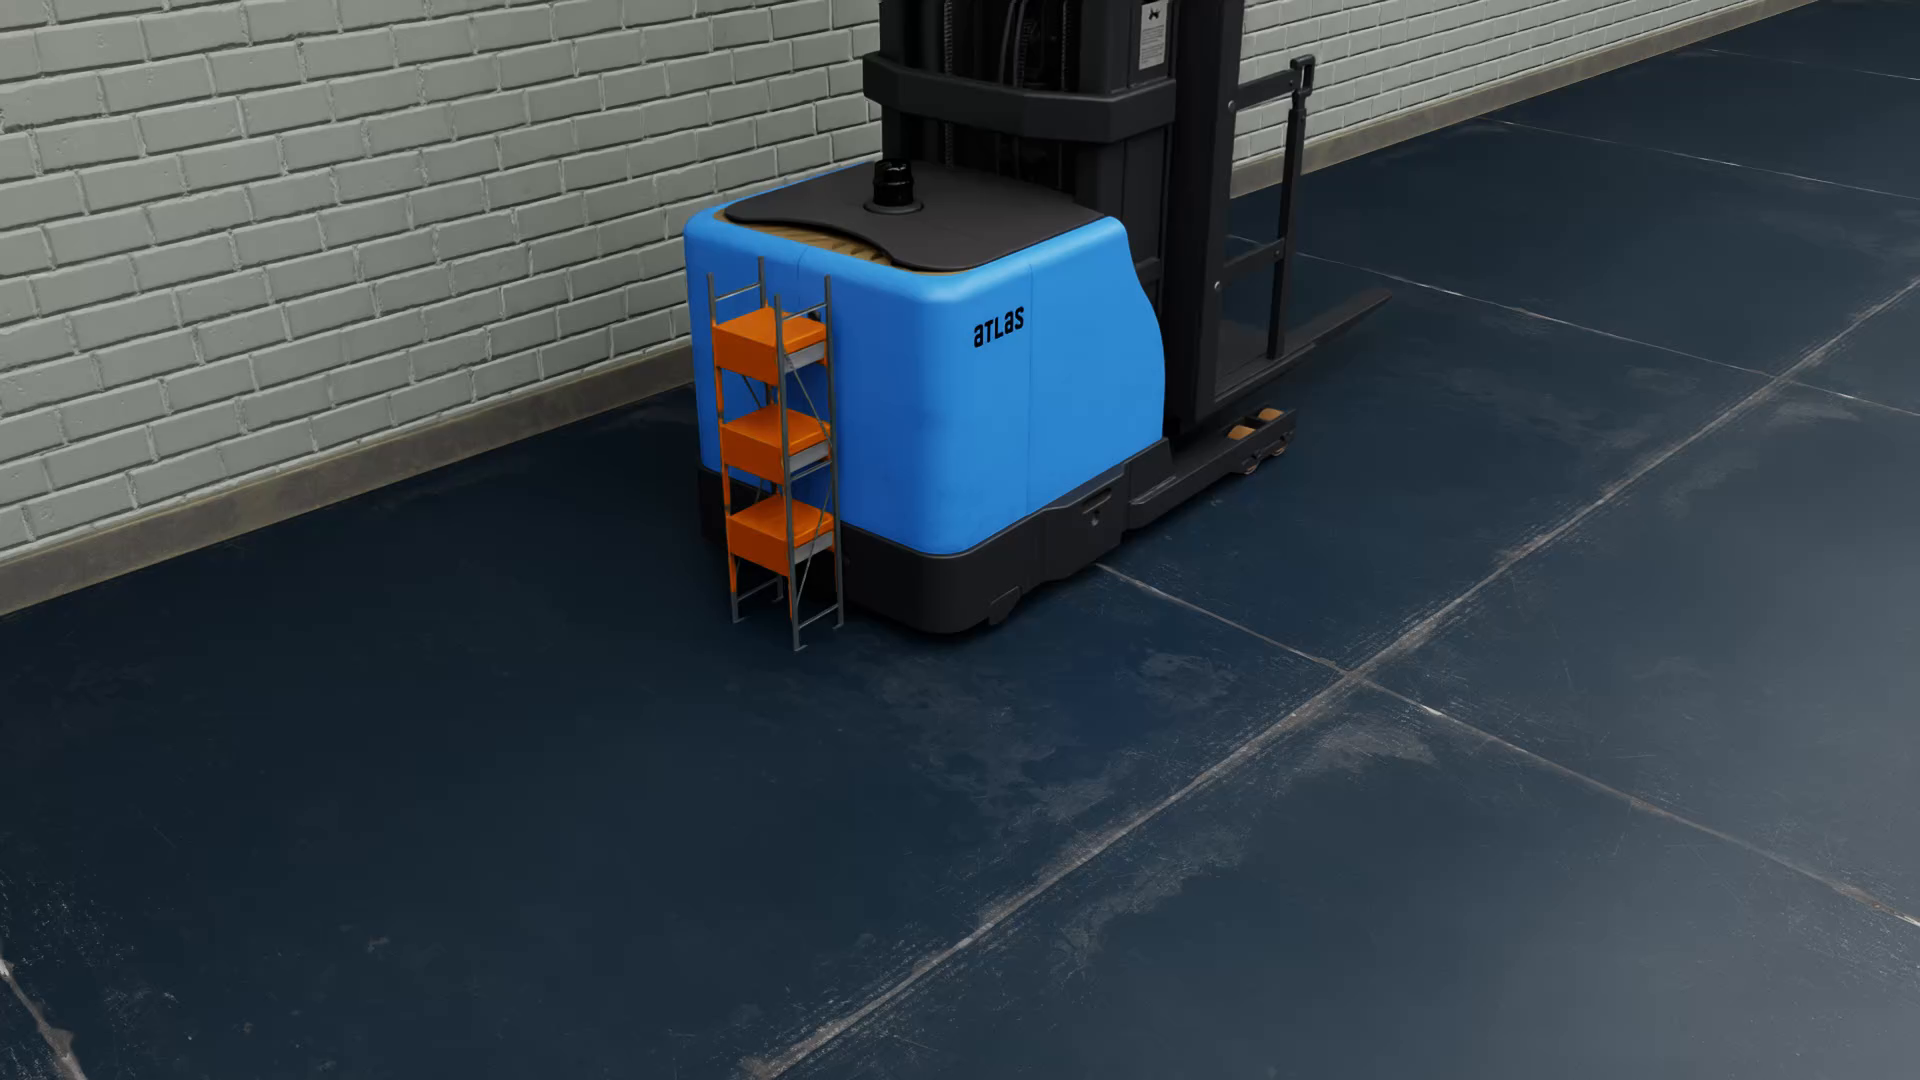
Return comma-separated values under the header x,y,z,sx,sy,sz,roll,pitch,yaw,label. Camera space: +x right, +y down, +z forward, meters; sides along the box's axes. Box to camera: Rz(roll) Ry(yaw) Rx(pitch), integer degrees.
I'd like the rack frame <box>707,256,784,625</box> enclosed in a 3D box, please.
x,y,z,sx,sy,sz,roll,pitch,yaw,label
-0.589,-0.258,4.612,0.008,1.050,0.200,21,34,34,rack frame

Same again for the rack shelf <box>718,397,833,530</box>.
x,y,z,sx,sy,sz,roll,pitch,yaw,label
-0.494,-0.212,4.548,0.240,0.259,0.215,21,34,34,rack shelf

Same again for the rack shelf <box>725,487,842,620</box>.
x,y,z,sx,sy,sz,roll,pitch,yaw,label
-0.494,0.034,4.678,0.240,0.259,0.215,21,34,34,rack shelf

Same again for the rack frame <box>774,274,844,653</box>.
x,y,z,sx,sy,sz,roll,pitch,yaw,label
-0.400,-0.186,4.475,0.008,1.050,0.200,21,34,34,rack frame

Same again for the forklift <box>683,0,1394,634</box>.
x,y,z,sx,sy,sz,roll,pitch,yaw,label
0.523,-1.652,5.243,1.130,2.935,3.031,21,34,34,forklift

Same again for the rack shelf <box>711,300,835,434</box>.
x,y,z,sx,sy,sz,roll,pitch,yaw,label
-0.494,-0.463,4.416,0.240,0.259,0.215,21,34,34,rack shelf

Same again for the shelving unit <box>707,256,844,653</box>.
x,y,z,sx,sy,sz,roll,pitch,yaw,label
-0.494,-0.222,4.543,0.252,1.050,0.215,21,34,34,shelving unit
